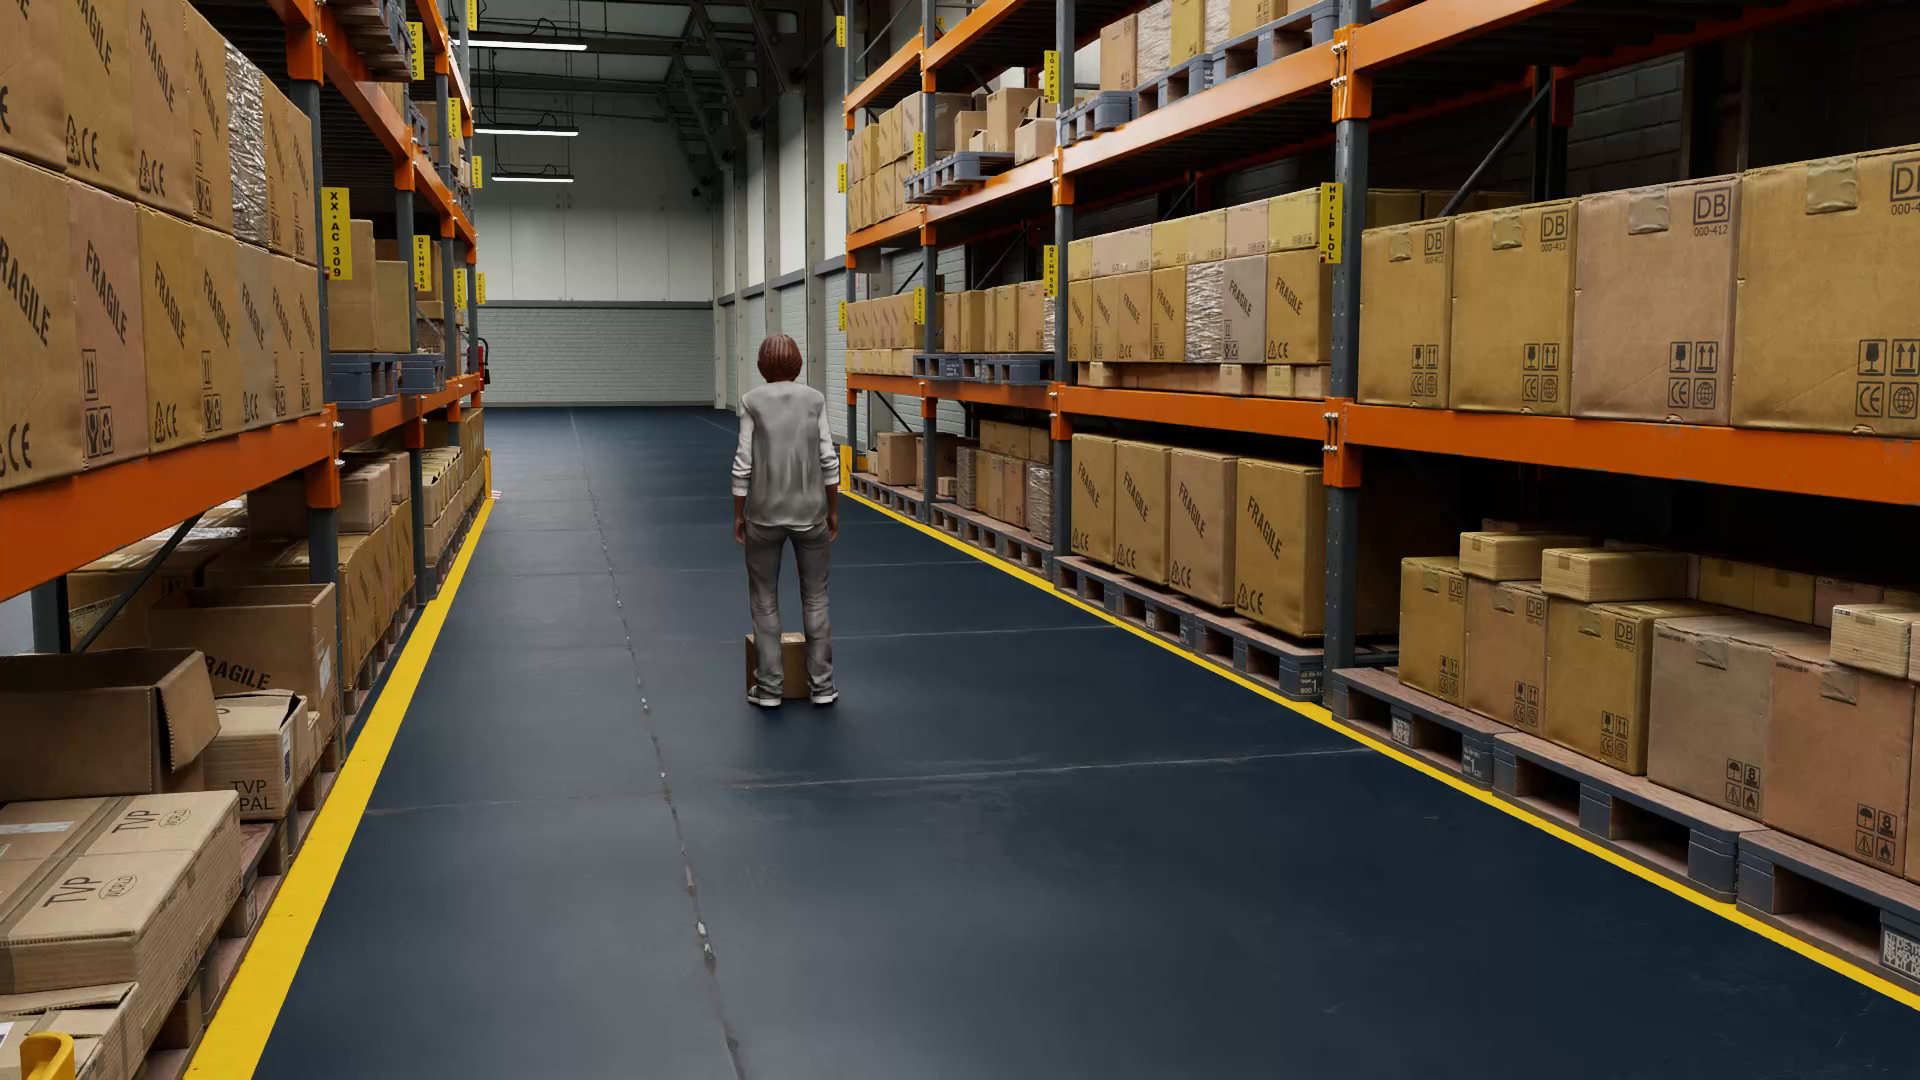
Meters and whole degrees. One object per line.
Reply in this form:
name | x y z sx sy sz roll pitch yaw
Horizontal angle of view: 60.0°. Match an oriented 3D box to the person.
person | -0.743 -0.081 7.107 0.460 1.593 0.346 -2 7 -13
